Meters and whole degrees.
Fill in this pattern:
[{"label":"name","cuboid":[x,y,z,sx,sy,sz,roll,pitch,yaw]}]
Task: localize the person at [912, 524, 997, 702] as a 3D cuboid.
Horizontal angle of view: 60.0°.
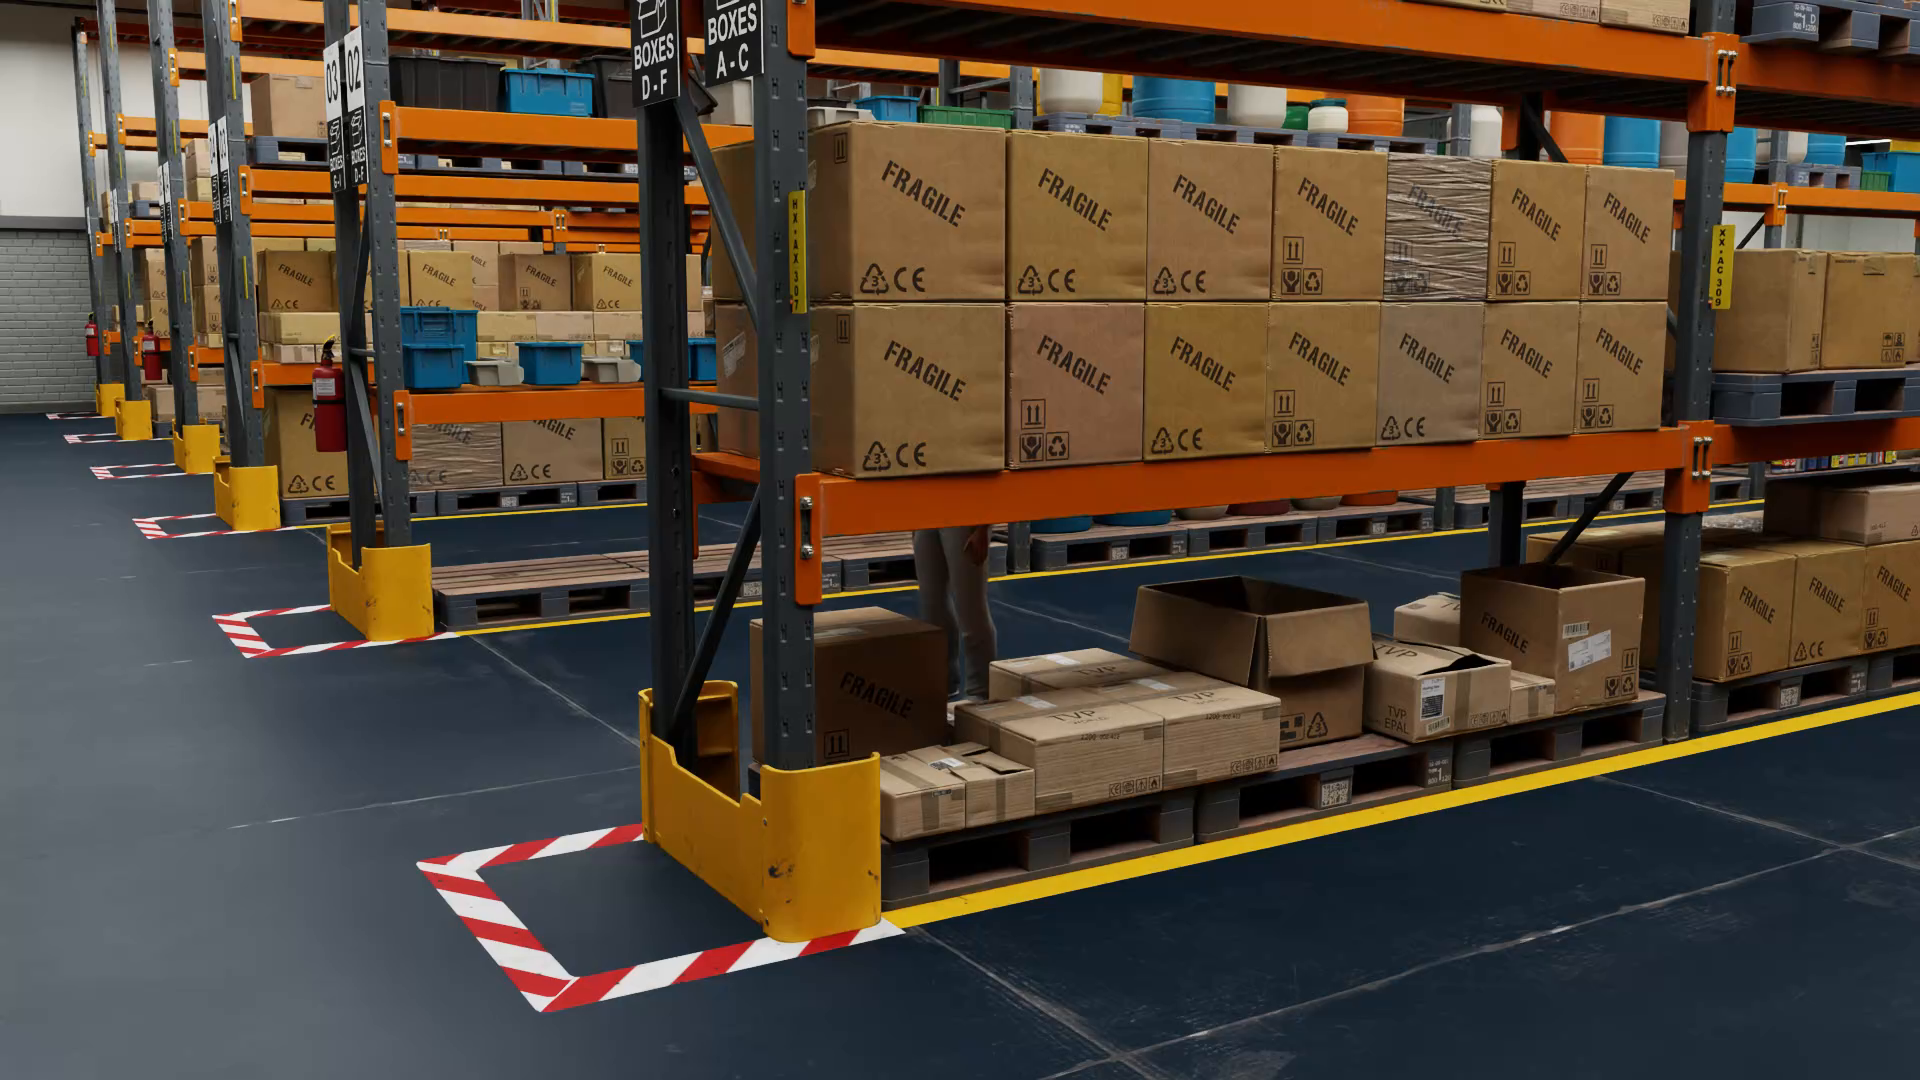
[{"label":"person","cuboid":[-0.050,-0.090,7.209,0.346,1.692,0.499,-6,10,-38]}]
